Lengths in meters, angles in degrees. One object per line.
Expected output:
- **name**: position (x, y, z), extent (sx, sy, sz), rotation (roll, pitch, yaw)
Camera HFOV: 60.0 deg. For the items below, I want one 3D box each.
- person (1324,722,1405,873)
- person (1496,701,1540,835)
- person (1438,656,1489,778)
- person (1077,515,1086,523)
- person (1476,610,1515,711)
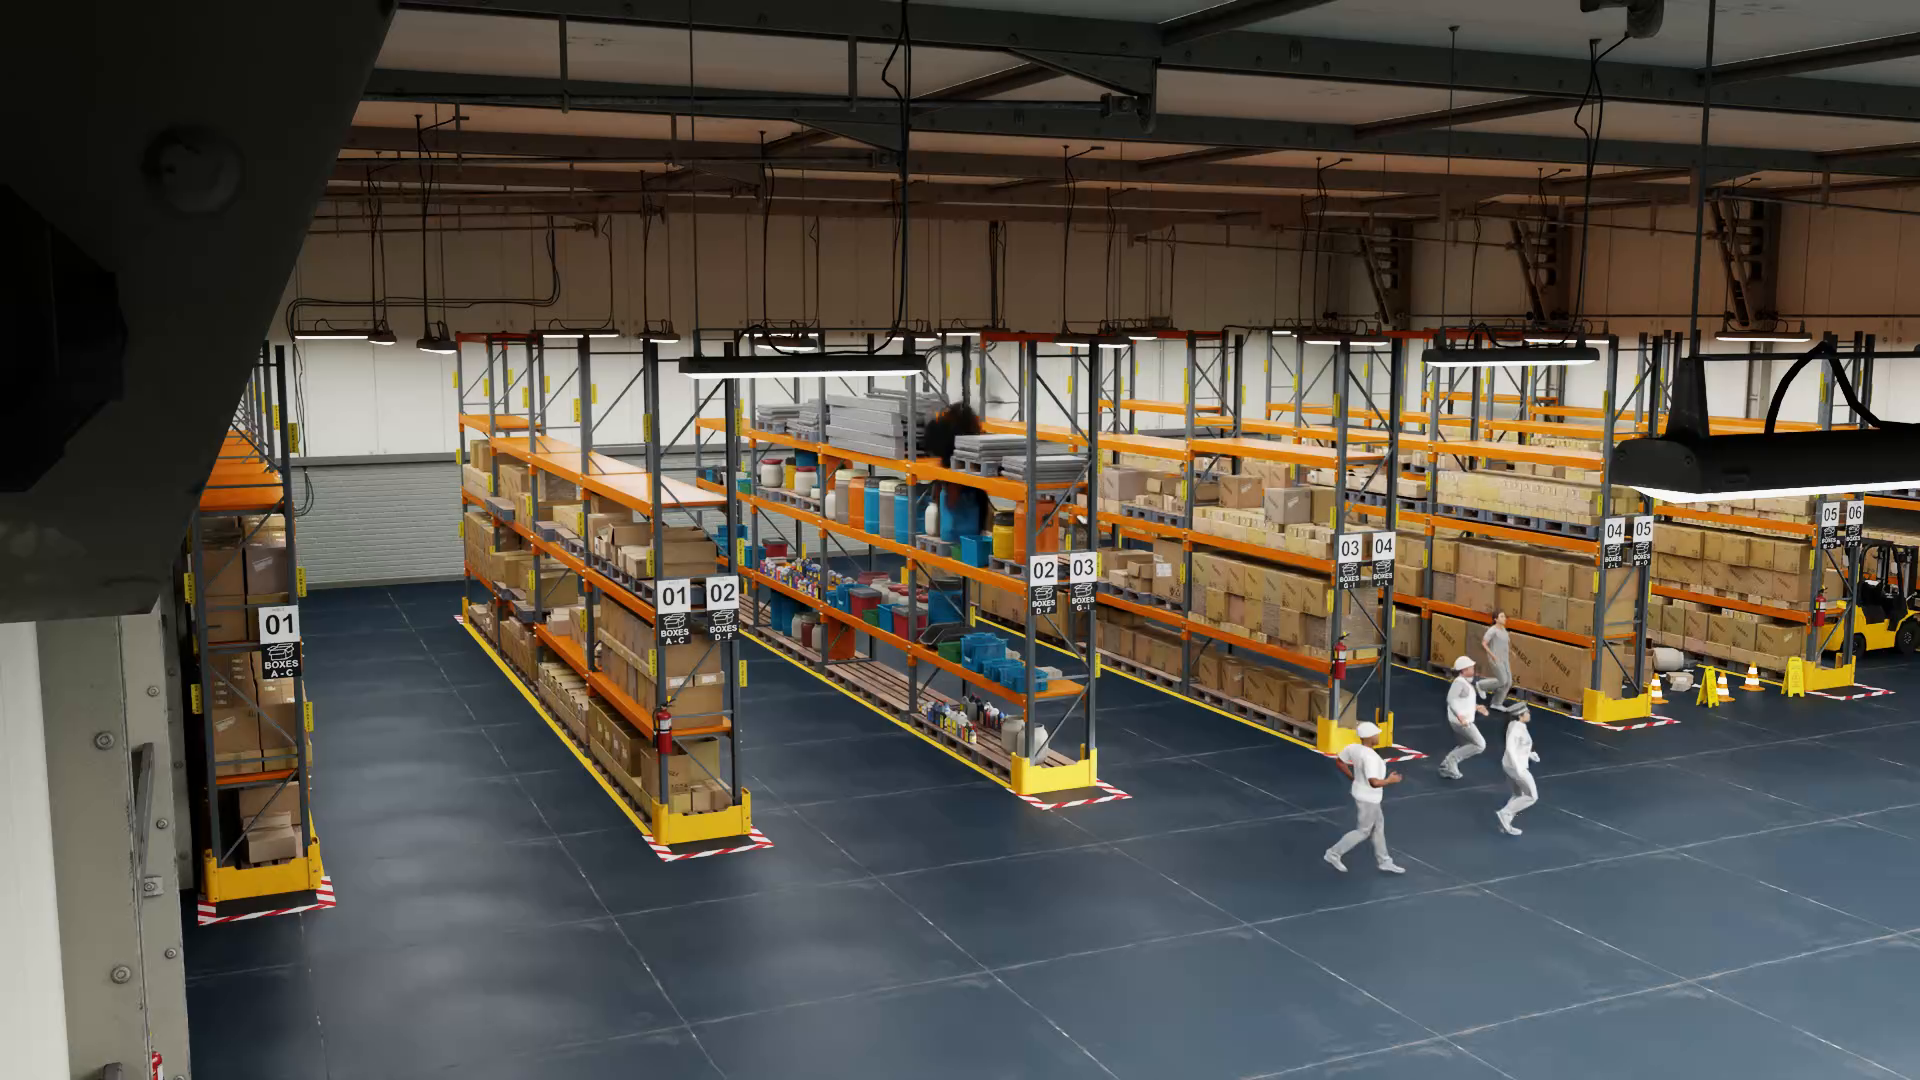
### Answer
- **person**: position (4.583, 2.916, 18.719), extent (0.962, 1.771, 0.695), rotation (0, 8, -1)
- **person**: position (6.837, 2.781, 20.341), extent (0.538, 1.663, 0.630), rotation (1, 8, 6)
- **person**: position (6.895, 2.429, 22.727), extent (0.631, 1.698, 0.612), rotation (2, 8, 17)
- **person**: position (2.907, -0.046, 41.469), extent (0.620, 1.662, 0.659), rotation (-8, 11, -44)
- **person**: position (8.651, 1.928, 26.834), extent (0.565, 1.618, 0.573), rotation (-6, 10, -36)
